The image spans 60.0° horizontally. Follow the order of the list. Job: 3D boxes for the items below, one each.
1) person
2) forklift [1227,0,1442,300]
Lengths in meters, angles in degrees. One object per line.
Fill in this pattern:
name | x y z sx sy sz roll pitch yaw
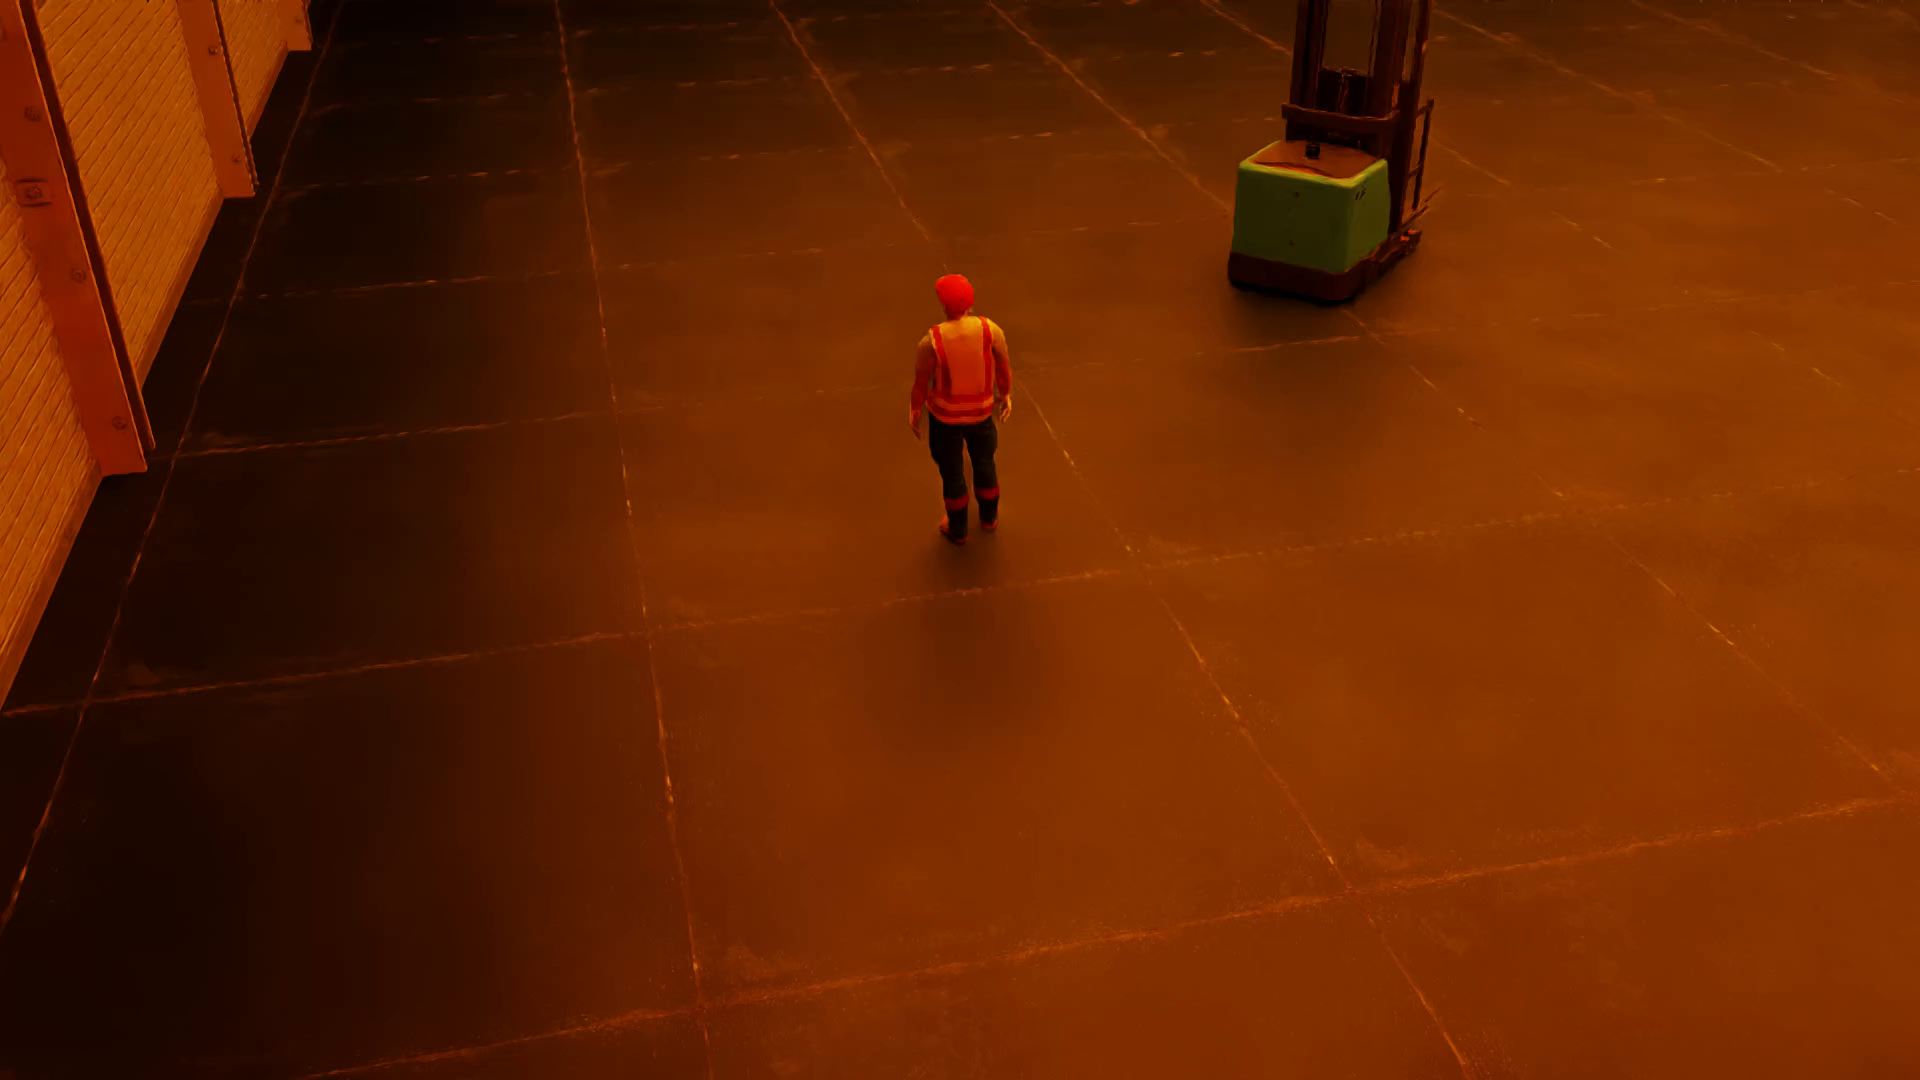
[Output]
person | -0.008 -0.821 10.118 0.637 1.787 0.563 -7 31 -12
forklift | 3.522 -3.951 14.400 1.130 2.935 3.031 18 35 28
